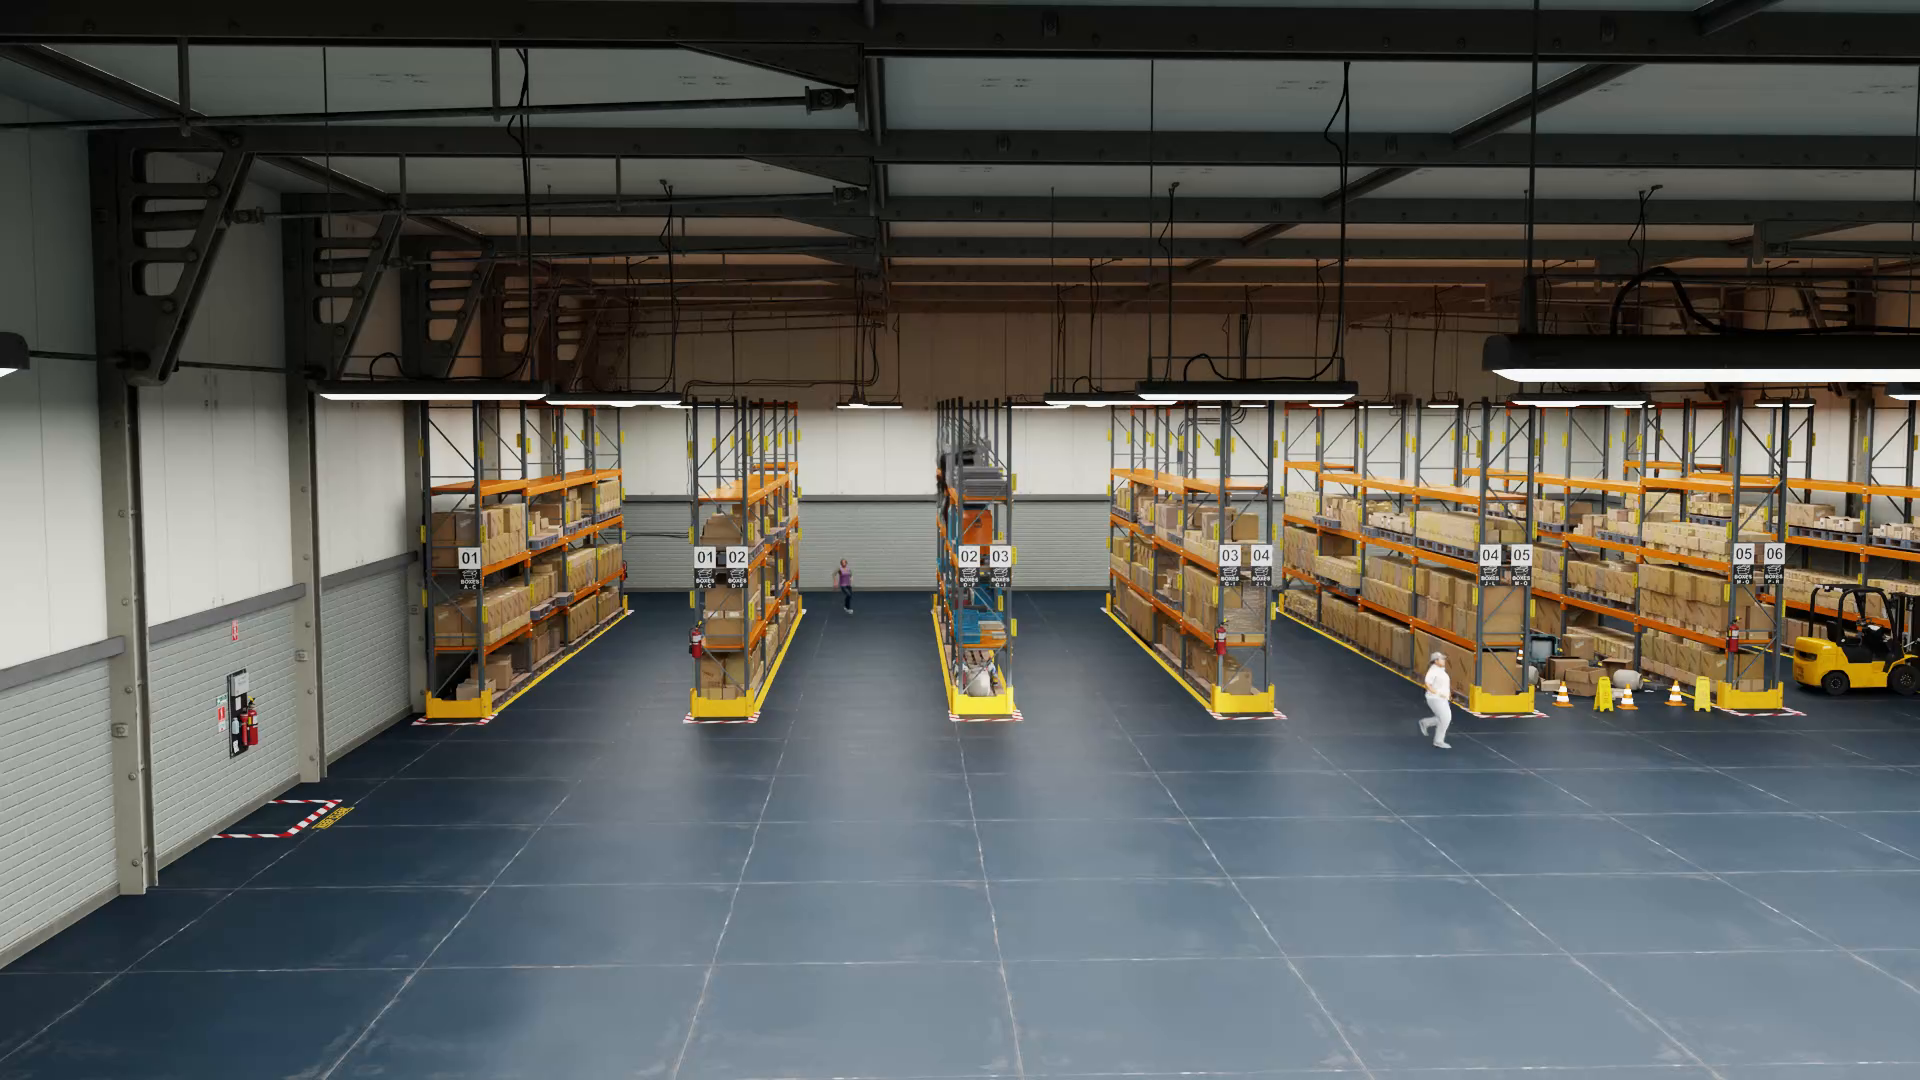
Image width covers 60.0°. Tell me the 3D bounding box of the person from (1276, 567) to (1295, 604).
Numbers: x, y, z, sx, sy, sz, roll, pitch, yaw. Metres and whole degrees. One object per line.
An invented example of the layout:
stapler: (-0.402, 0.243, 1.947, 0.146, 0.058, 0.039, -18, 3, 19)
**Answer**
person: (9.695, 1.118, 49.086, 0.750, 1.674, 0.782, 1, 4, 10)

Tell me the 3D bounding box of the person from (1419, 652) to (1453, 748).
person: (8.126, 2.726, 28.477, 0.592, 1.632, 0.608, 3, 5, 32)

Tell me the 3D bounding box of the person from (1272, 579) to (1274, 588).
person: (8.064, 1.435, 44.377, 0.657, 1.722, 0.609, 0, 4, -1)

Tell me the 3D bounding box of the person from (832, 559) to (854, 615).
person: (-3.268, 1.315, 46.961, 0.608, 1.588, 0.592, -3, 5, -35)
